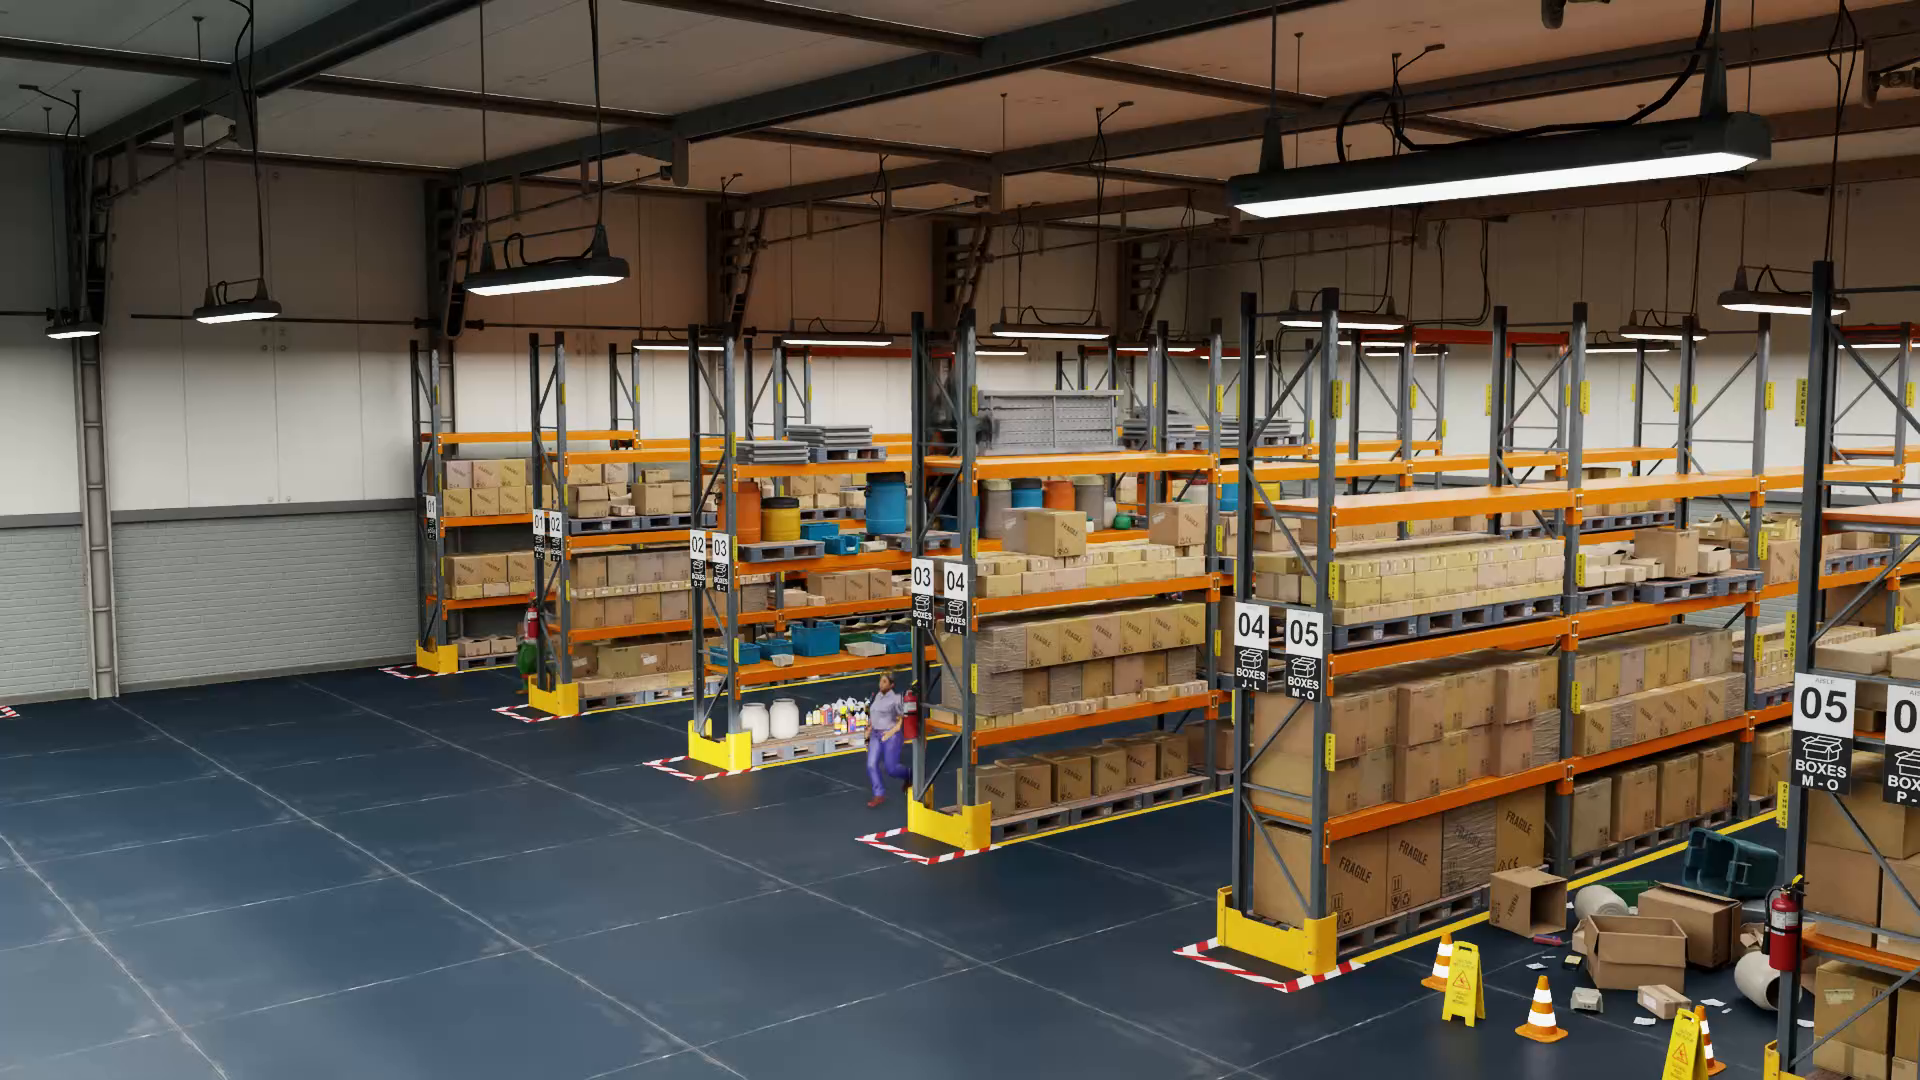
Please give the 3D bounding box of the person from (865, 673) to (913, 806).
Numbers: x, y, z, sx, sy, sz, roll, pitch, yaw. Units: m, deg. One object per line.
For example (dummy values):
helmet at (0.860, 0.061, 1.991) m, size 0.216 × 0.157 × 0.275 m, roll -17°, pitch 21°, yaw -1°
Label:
person at (-0.870, 2.434, 20.524) m, size 0.641 × 1.609 × 0.722 m, roll 4°, pitch 7°, yaw 39°

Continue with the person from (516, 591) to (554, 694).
person at (-7.132, 1.722, 27.926) m, size 0.613 × 1.756 × 0.686 m, roll -4°, pitch 7°, yaw -39°
